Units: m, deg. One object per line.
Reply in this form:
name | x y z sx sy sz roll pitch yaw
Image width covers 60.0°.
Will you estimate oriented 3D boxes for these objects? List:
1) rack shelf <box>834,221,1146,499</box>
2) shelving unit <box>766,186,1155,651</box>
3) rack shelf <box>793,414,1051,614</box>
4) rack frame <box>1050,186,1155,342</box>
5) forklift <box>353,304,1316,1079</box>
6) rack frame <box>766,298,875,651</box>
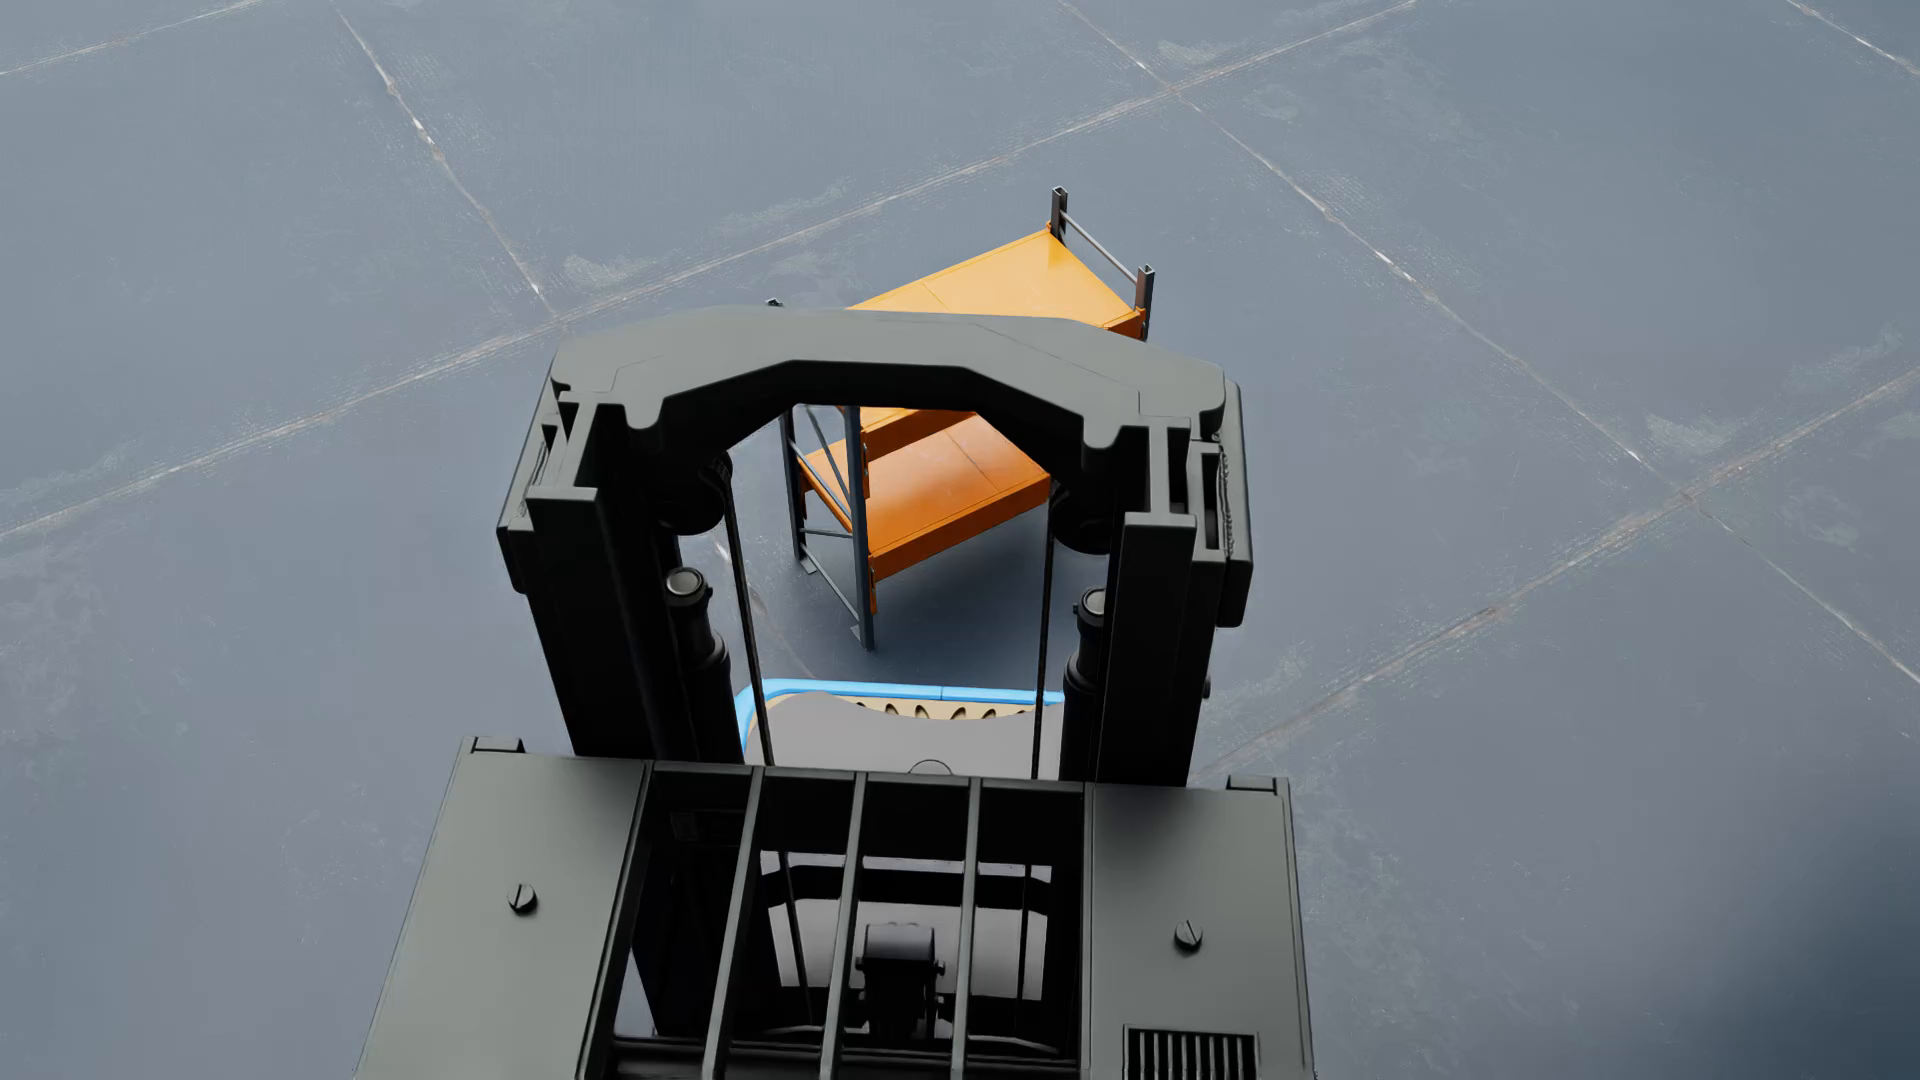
rack shelf | 0.006 -0.571 5.114 1.000 0.278 0.538 -25 53 -21
shelving unit | 0.006 -0.377 5.332 1.048 1.125 0.538 -25 53 -21
rack shelf | 0.006 -0.214 5.515 1.000 0.278 0.538 -25 53 -21
rack frame | 0.436 -0.579 5.513 0.032 1.125 0.500 -25 53 -21
forklift | -0.134 1.193 2.725 1.130 2.935 3.031 3 48 2
rack frame | -0.424 -0.174 5.152 0.032 1.125 0.500 -25 53 -21
